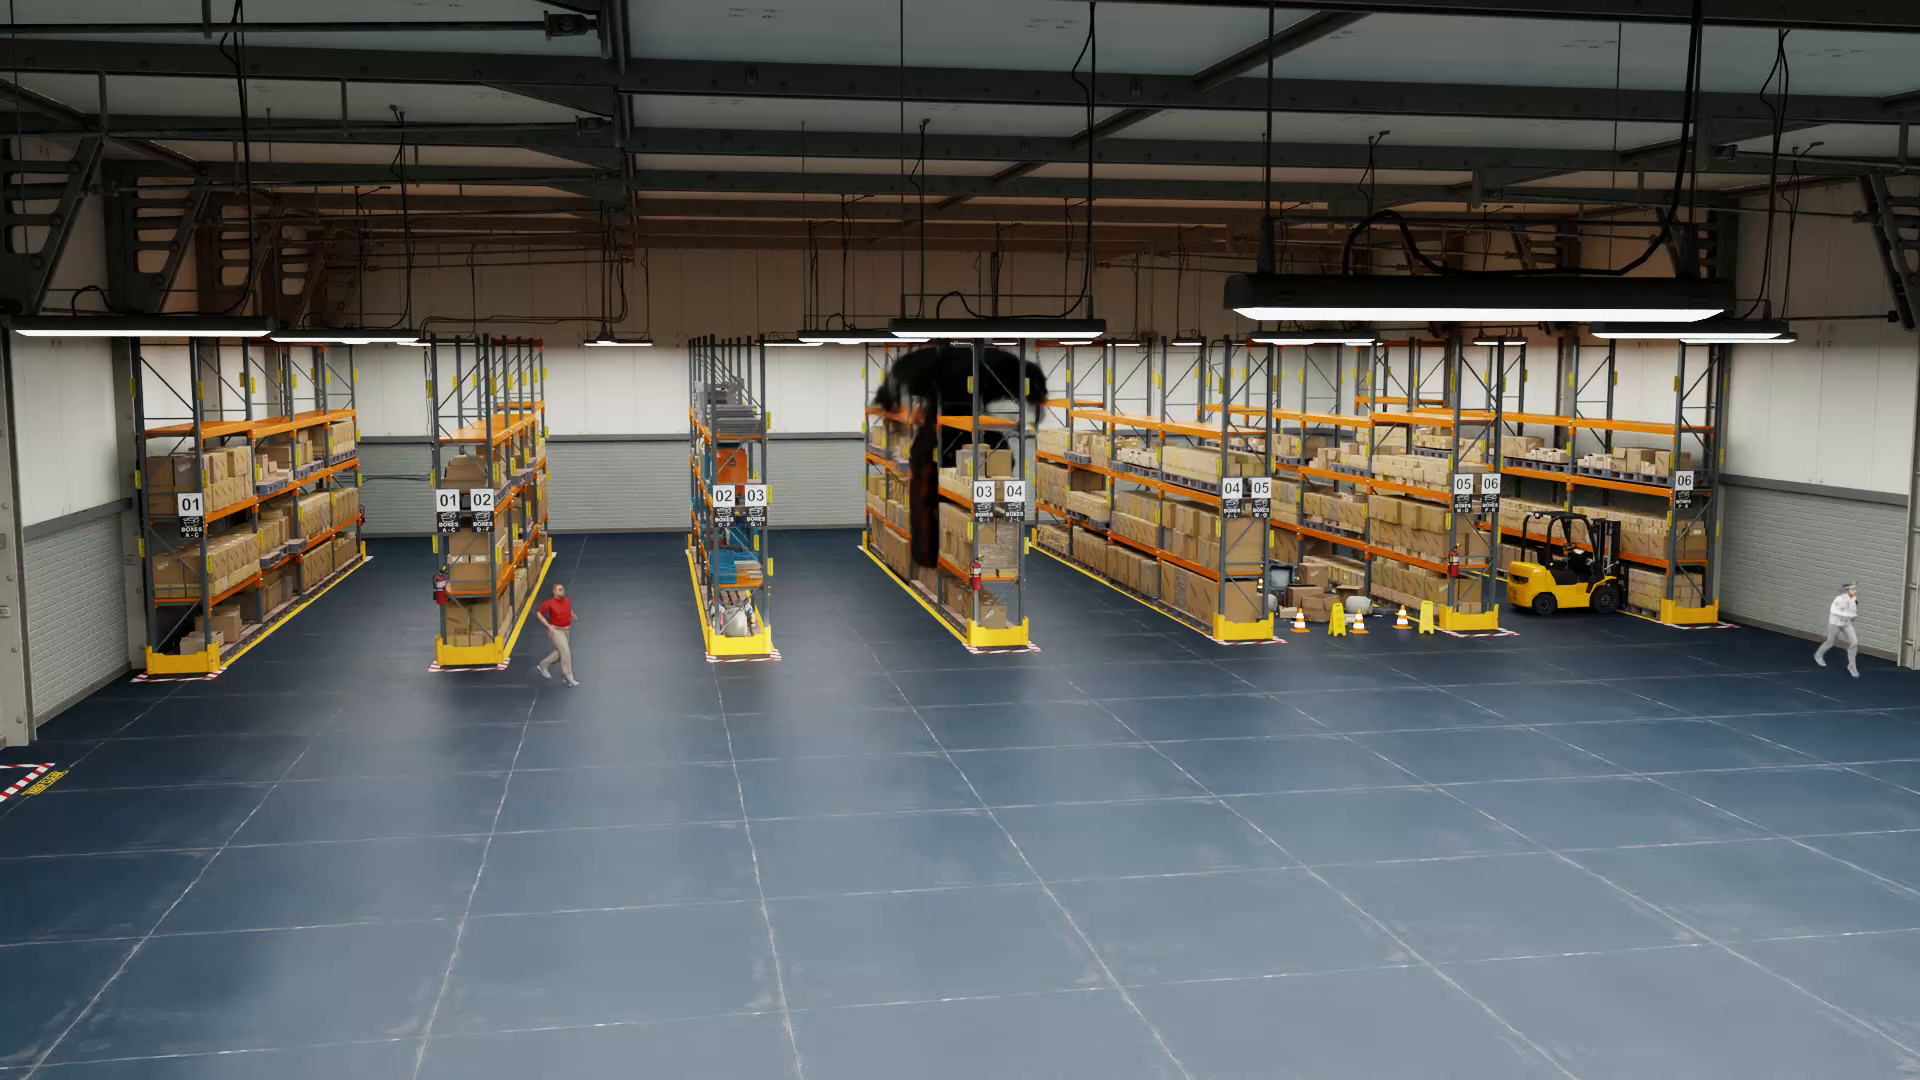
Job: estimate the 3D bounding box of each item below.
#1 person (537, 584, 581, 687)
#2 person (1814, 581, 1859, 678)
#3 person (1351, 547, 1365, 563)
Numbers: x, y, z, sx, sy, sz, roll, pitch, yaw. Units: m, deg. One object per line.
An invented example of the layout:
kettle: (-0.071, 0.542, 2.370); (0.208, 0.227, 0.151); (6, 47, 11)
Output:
person: (-6.871, 1.613, 28.497); (0.892, 1.750, 0.646); (3, 7, 22)
person: (15.573, 1.534, 29.481); (0.612, 1.695, 0.992); (-2, 7, -13)
person: (10.463, -0.129, 43.387); (0.655, 1.833, 0.748); (-2, 7, -13)
